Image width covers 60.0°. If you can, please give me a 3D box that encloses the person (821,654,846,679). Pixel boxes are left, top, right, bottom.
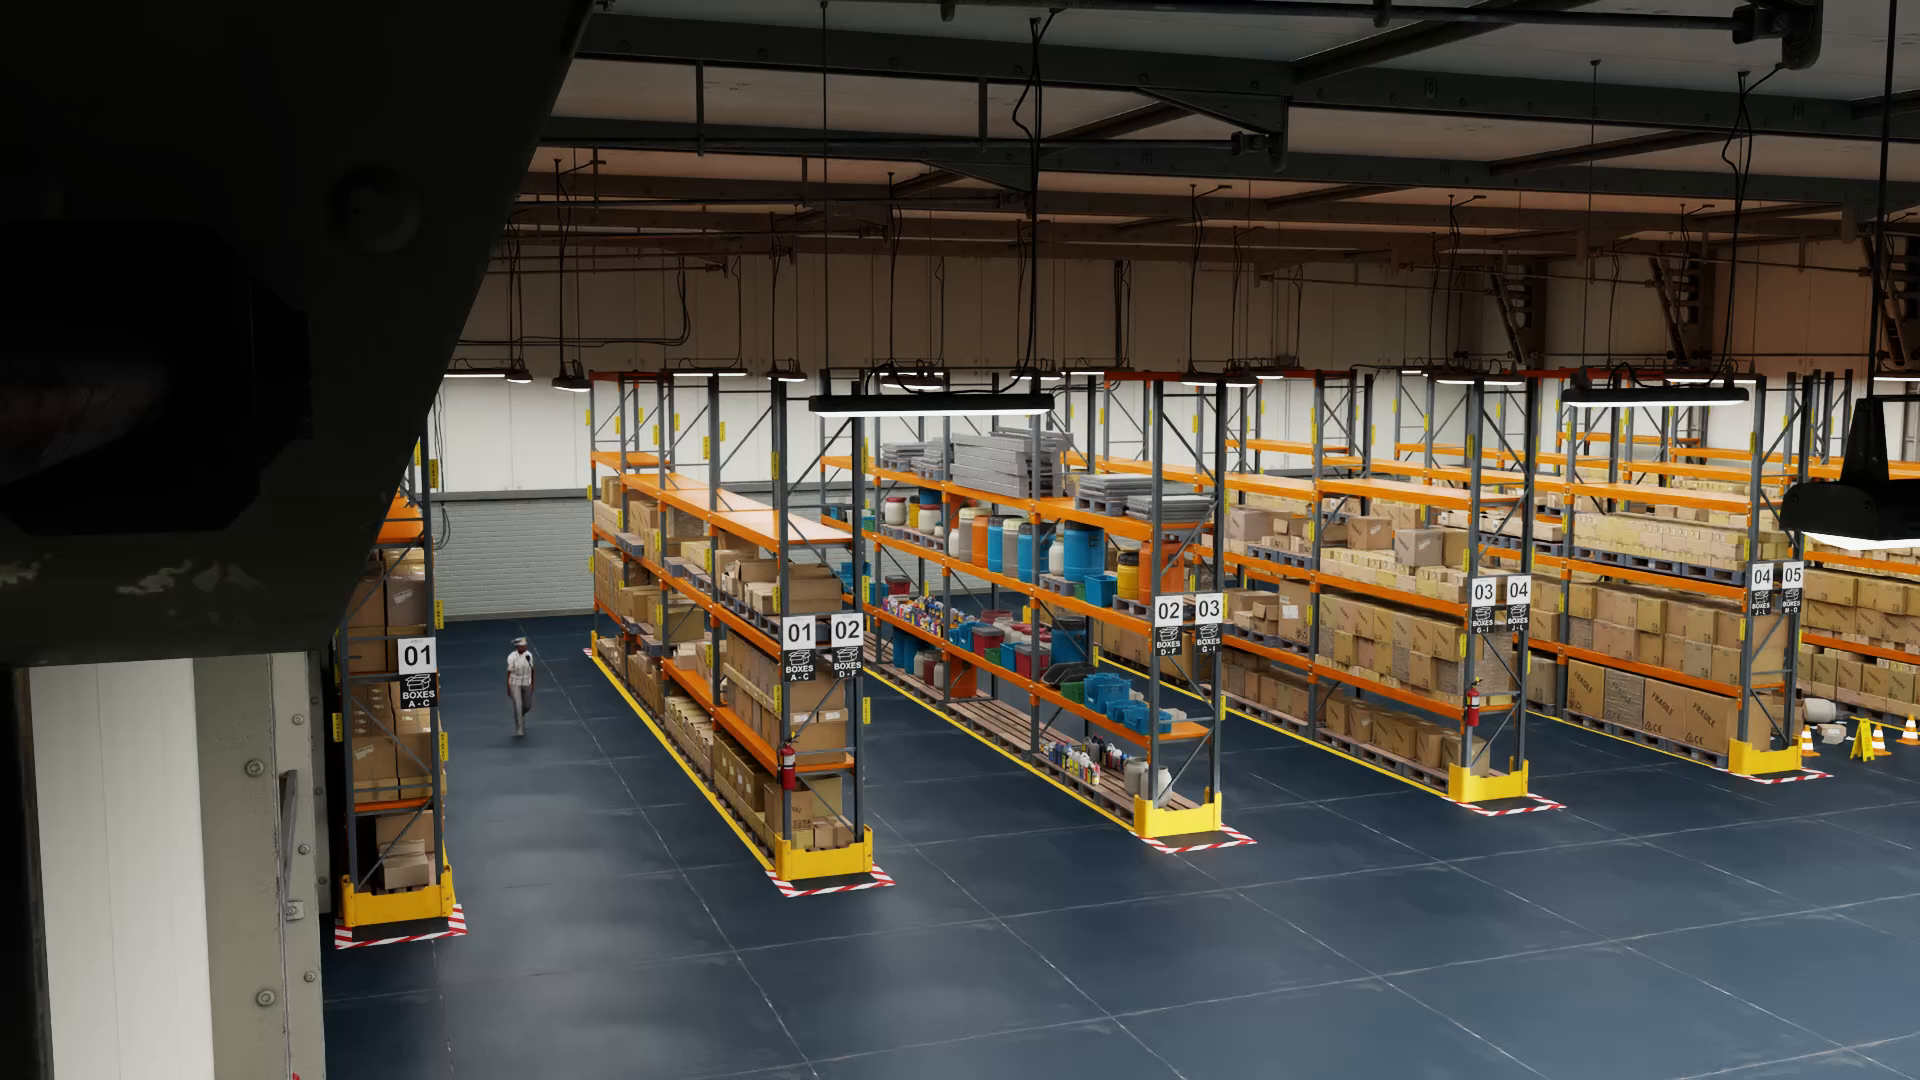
[{"bbox_3d":[-2.133,2.388,26.917,0.669,1.596,0.767,-2,7,-20],"label":"person"}]

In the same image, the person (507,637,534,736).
[{"bbox_3d":[-7.374,2.398,27.870,0.455,1.621,0.901,-4,7,-29],"label":"person"}]
